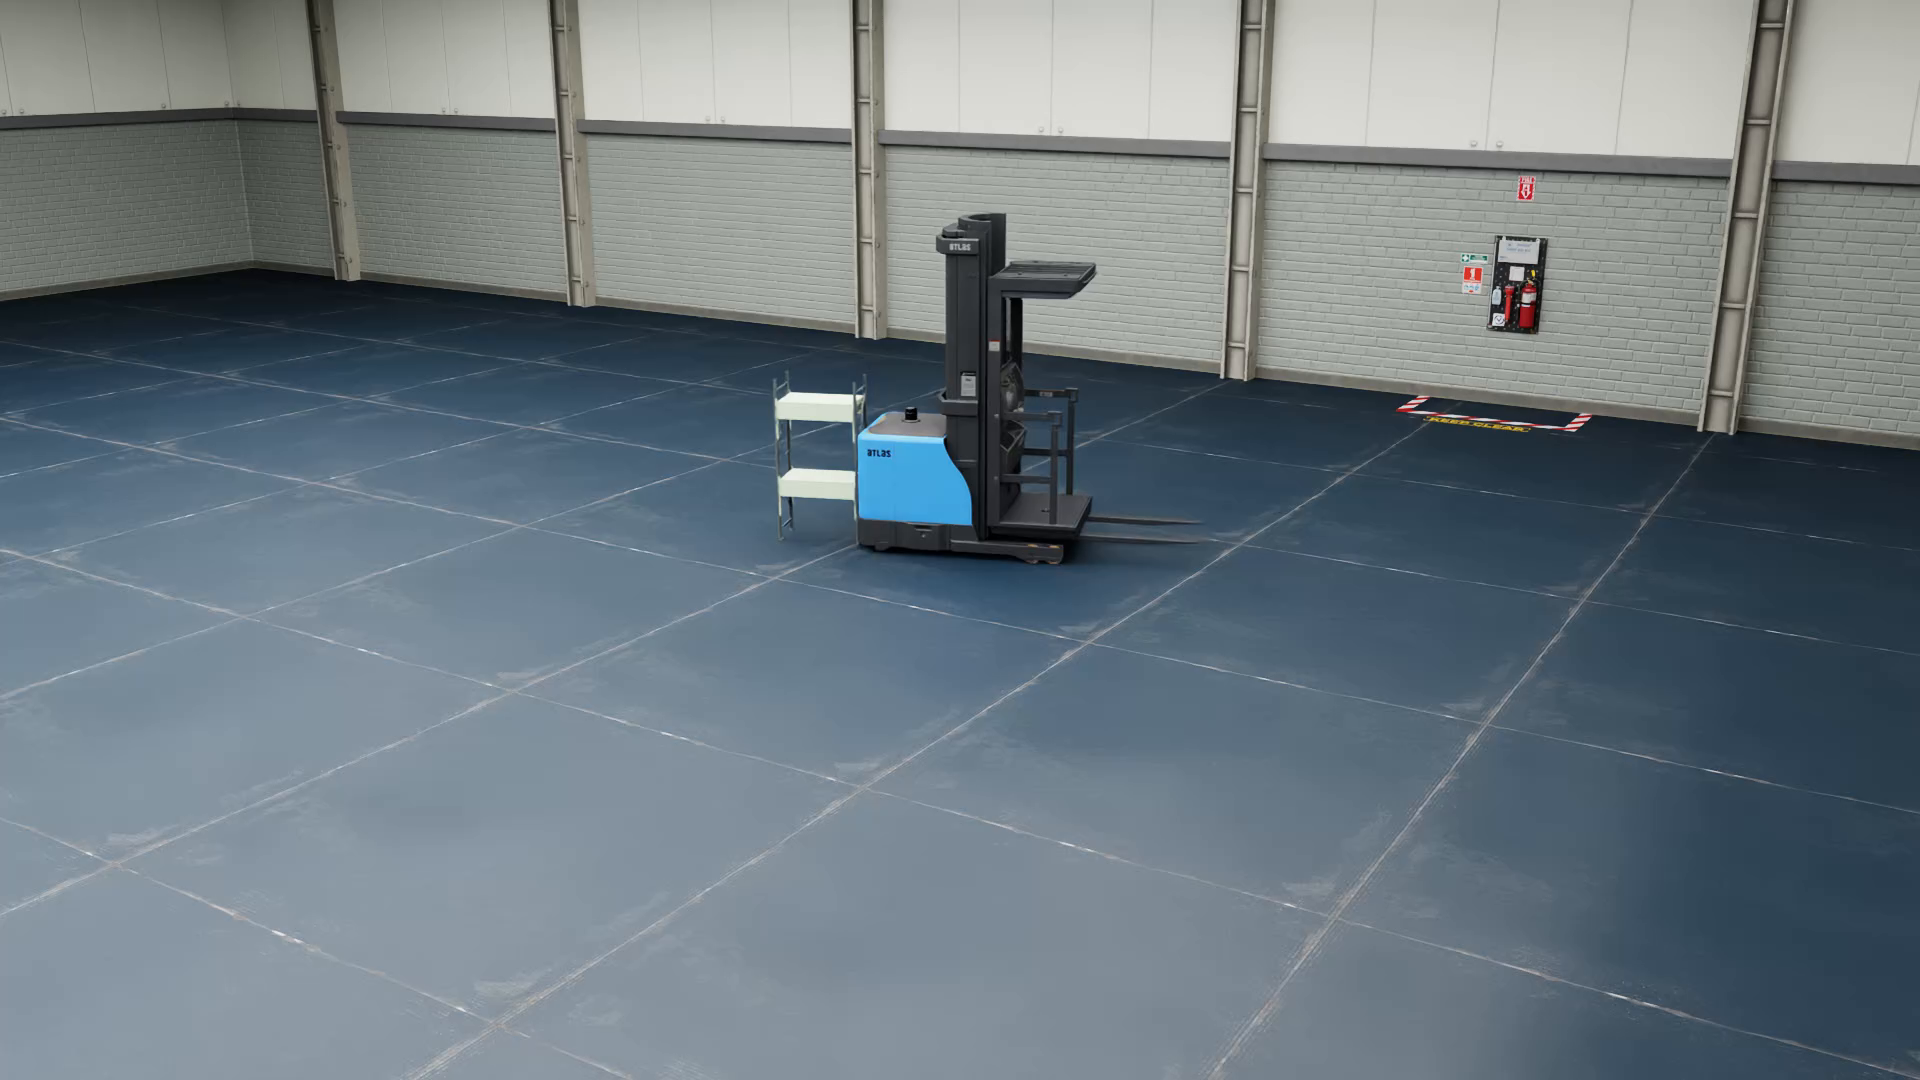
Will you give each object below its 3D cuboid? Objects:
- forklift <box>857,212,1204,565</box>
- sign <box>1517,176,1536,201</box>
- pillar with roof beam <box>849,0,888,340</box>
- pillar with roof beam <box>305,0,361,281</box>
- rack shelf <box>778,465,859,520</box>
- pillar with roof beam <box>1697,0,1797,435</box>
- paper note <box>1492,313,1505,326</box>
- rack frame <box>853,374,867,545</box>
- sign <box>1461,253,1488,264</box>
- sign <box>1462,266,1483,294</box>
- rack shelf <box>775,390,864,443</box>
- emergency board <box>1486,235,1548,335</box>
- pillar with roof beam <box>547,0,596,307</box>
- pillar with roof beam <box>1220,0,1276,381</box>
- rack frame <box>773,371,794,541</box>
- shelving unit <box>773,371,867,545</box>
[{"bbox_3d":[0.653,-1.354,14.665,3.031,2.935,1.130,4,17,11],"label":"forklift"},{"bbox_3d":[6.829,-4.239,20.055,0.199,0.298,0.001,10,20,30],"label":"sign"},{"bbox_3d":[-3.609,-6.348,20.665,0.400,9.000,9.100,10,20,30],"label":"pillar with roof beam"},{"bbox_3d":[-13.835,-8.173,26.674,0.400,9.000,9.100,10,20,30],"label":"pillar with roof beam"},{"bbox_3d":[-1.254,-0.436,15.224,0.720,0.370,0.431,3,17,11],"label":"rack shelf"},{"bbox_3d":[6.616,-4.523,14.656,0.400,9.000,9.100,10,20,30],"label":"pillar with roof beam"},{"bbox_3d":[6.669,-2.726,20.580,0.142,0.148,0.016,10,20,30],"label":"paper note"},{"bbox_3d":[-0.895,-0.728,15.061,0.023,1.500,0.400,3,17,11],"label":"rack frame"},{"bbox_3d":[6.366,-3.481,20.576,0.331,0.109,0.001,10,20,30],"label":"sign"},{"bbox_3d":[6.366,-3.230,20.662,0.234,0.329,0.001,10,20,30],"label":"sign"},{"bbox_3d":[-1.255,-1.122,15.017,0.720,0.370,0.431,3,17,11],"label":"rack shelf"},{"bbox_3d":[6.784,-3.104,20.307,0.643,1.169,0.194,10,20,30],"label":"emergency board"},{"bbox_3d":[-8.722,-7.261,23.670,0.400,9.000,9.100,10,20,30],"label":"pillar with roof beam"},{"bbox_3d":[1.504,-5.435,17.661,0.400,9.000,9.100,10,20,30],"label":"pillar with roof beam"},{"bbox_3d":[-1.613,-0.768,15.199,0.023,1.500,0.400,3,17,11],"label":"rack frame"},{"bbox_3d":[-1.254,-0.748,15.130,0.755,1.500,0.431,3,17,11],"label":"shelving unit"}]
